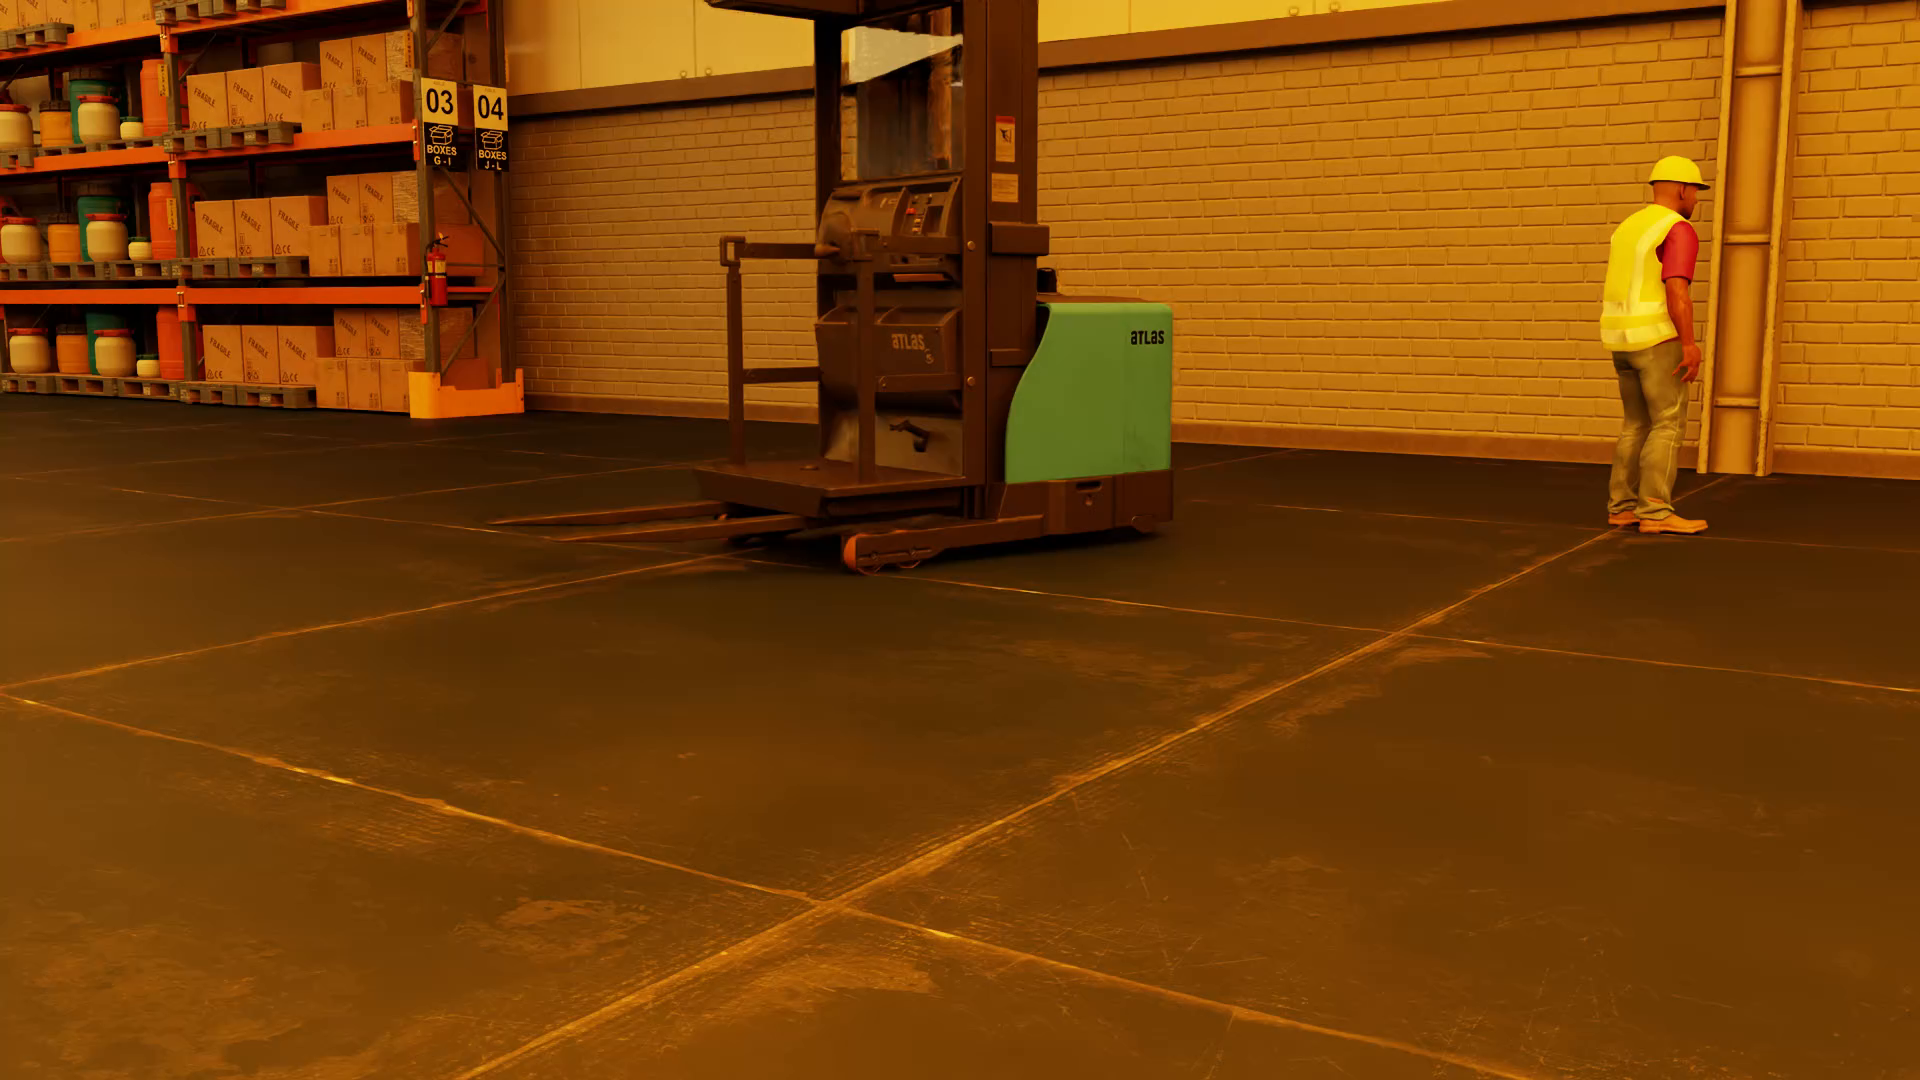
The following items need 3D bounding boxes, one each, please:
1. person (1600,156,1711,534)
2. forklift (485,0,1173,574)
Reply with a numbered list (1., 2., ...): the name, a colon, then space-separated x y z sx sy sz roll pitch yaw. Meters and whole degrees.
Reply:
1. person: 3.304 -0.928 7.896 0.462 1.759 0.626 -1 8 -8
2. forklift: -0.475 -1.397 7.017 3.031 2.935 1.130 -6 10 -38
